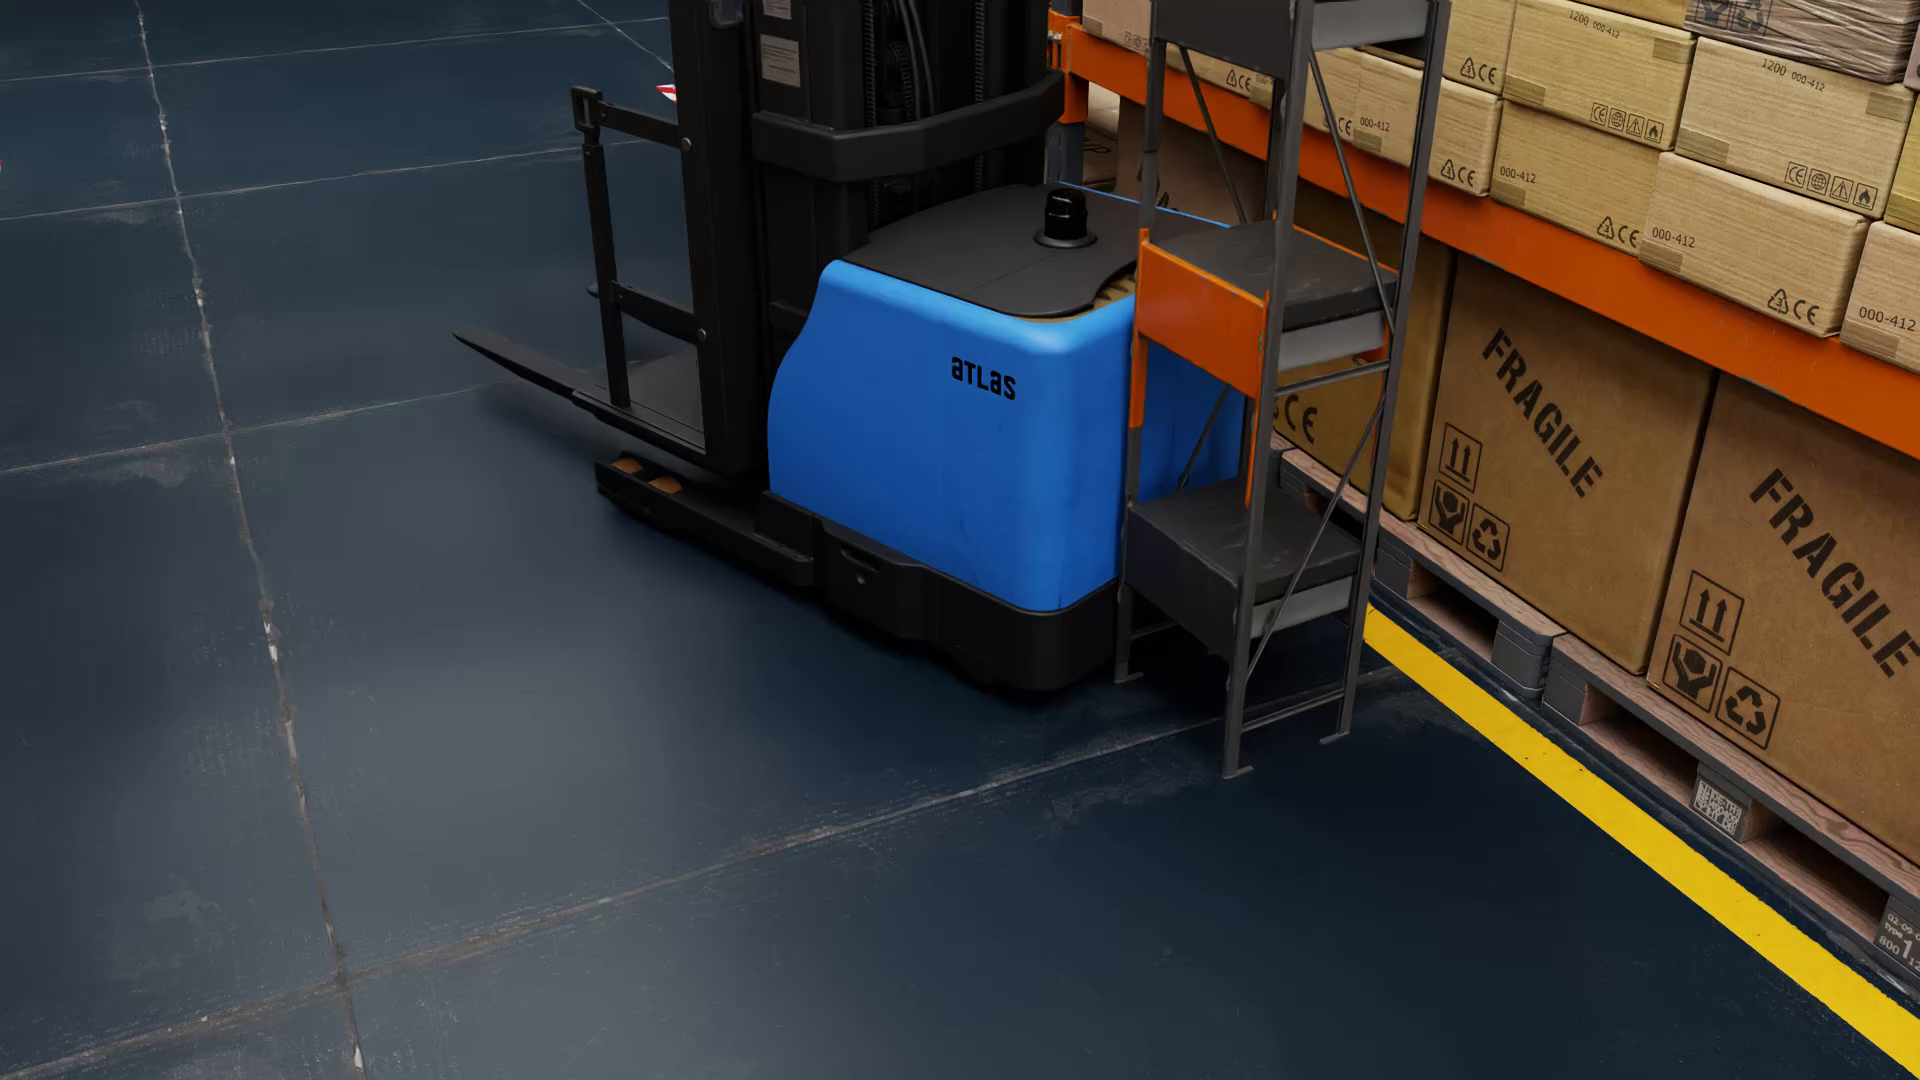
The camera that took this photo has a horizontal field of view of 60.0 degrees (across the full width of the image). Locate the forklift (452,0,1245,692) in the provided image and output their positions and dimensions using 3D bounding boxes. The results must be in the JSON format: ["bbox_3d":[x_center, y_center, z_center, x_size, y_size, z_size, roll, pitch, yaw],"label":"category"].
[{"bbox_3d":[-0.546,-1.482,4.896,3.031,2.935,1.130,24,37,36],"label":"forklift"}]

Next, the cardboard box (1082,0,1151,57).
[{"bbox_3d":[0.749,-1.792,5.533,0.500,0.250,0.500,-14,32,-23],"label":"cardboard box"}]

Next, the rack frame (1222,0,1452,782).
[{"bbox_3d":[0.836,-0.360,3.744,0.400,2.100,0.015,-15,33,-25],"label":"rack frame"}]

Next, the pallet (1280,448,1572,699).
[{"bbox_3d":[1.726,-0.027,5.082,1.003,0.211,1.213,-13,32,-22],"label":"pallet"}]

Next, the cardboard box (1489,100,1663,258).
[{"bbox_3d":[1.629,-0.892,3.928,0.500,0.250,0.500,-13,32,-22],"label":"cardboard box"}]

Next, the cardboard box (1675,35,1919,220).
[{"bbox_3d":[1.855,-0.880,3.394,0.500,0.250,0.500,-14,32,-23],"label":"cardboard box"}]

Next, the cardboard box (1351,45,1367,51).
[{"bbox_3d":[1.175,-1.554,4.596,0.500,0.250,0.500,-13,32,-21],"label":"cardboard box"}]

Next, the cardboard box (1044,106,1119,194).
[{"bbox_3d":[0.626,-1.473,7.000,0.875,0.438,0.875,-14,32,-23],"label":"cardboard box"}]

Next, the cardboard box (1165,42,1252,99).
[{"bbox_3d":[0.973,-1.564,5.126,0.500,0.250,0.500,-14,32,-23],"label":"cardboard box"}]

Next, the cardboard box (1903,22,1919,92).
[{"bbox_3d":[2.058,-0.994,2.831,0.500,0.500,0.500,-14,32,-23],"label":"cardboard box"}]

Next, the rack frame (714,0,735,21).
[{"bbox_3d":[-0.918,-3.875,9.093,1.000,3.000,0.127,-13,32,-22],"label":"rack frame"}]

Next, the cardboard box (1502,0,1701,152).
[{"bbox_3d":[1.617,-1.101,3.790,0.500,0.250,0.500,-14,32,-23],"label":"cardboard box"}]

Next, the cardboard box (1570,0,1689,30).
[{"bbox_3d":[1.623,-1.440,3.626,0.500,0.500,0.500,-13,32,-22],"label":"cardboard box"}]

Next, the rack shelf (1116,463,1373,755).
[{"bbox_3d":[0.717,0.159,4.278,0.431,0.518,0.480,-15,33,-25],"label":"rack shelf"}]

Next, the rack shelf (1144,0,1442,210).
[{"bbox_3d":[0.718,-1.063,3.595,0.431,0.518,0.480,-15,33,-25],"label":"rack shelf"}]

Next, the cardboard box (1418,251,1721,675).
[{"bbox_3d":[1.916,-0.315,4.487,0.875,0.875,0.875,-13,32,-21],"label":"cardboard box"}]

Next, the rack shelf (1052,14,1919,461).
[{"bbox_3d":[1.658,-0.910,4.542,1.077,0.370,4.000,-13,32,-22],"label":"rack shelf"}]

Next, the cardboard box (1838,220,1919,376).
[{"bbox_3d":[2.065,-0.444,3.129,0.500,0.250,0.500,-14,32,-24],"label":"cardboard box"}]

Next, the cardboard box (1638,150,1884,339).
[{"bbox_3d":[1.831,-0.667,3.525,0.500,0.250,0.500,-13,32,-21],"label":"cardboard box"}]

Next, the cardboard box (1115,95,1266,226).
[{"bbox_3d":[1.137,-1.107,5.900,0.875,0.875,0.875,-12,31,-20],"label":"cardboard box"}]

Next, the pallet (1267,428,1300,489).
[{"bbox_3d":[1.198,-0.566,6.044,1.003,0.211,1.213,-13,32,-22],"label":"pallet"}]

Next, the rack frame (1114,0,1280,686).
[{"bbox_3d":[0.599,-0.568,4.116,0.400,2.100,0.015,-15,33,-25],"label":"rack frame"}]

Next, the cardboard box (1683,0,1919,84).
[{"bbox_3d":[1.830,-1.219,3.232,0.500,0.500,0.500,-13,32,-21],"label":"cardboard box"}]

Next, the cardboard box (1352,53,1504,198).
[{"bbox_3d":[1.385,-1.112,4.319,0.500,0.250,0.500,-14,32,-23],"label":"cardboard box"}]

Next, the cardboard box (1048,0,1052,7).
[{"bbox_3d":[0.369,-2.302,6.187,0.500,0.500,0.500,-13,32,-22],"label":"cardboard box"}]

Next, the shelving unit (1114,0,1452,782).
[{"bbox_3d":[0.718,-0.464,3.930,0.431,2.100,0.503,-15,33,-25],"label":"shelving unit"}]

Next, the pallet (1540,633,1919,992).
[{"bbox_3d":[2.246,0.512,4.122,1.003,0.211,1.213,-13,32,-22],"label":"pallet"}]

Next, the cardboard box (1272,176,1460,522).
[{"bbox_3d":[1.532,-0.710,5.192,0.875,0.875,0.875,-12,31,-21],"label":"cardboard box"}]

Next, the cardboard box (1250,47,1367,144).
[{"bbox_3d":[1.179,-1.334,4.716,0.500,0.250,0.500,-13,32,-22],"label":"cardboard box"}]

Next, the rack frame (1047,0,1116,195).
[{"bbox_3d":[0.799,-2.108,5.942,1.000,3.000,0.127,-13,32,-22],"label":"rack frame"}]

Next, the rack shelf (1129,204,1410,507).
[{"bbox_3d":[0.718,-0.452,3.936,0.431,0.518,0.480,-15,33,-25],"label":"rack shelf"}]

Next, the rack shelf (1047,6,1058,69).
[{"bbox_3d":[-0.060,-2.677,7.693,1.077,0.370,4.000,-13,32,-22],"label":"rack shelf"}]

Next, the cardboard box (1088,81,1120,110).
[{"bbox_3d":[0.242,-1.868,7.705,0.875,0.438,0.875,-14,32,-23],"label":"cardboard box"}]

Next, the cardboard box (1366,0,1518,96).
[{"bbox_3d":[1.394,-1.331,4.199,0.500,0.250,0.500,-14,32,-23],"label":"cardboard box"}]

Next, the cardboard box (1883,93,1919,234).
[{"bbox_3d":[2.079,-0.654,2.992,0.500,0.250,0.500,-13,32,-22],"label":"cardboard box"}]

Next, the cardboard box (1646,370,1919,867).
[{"bbox_3d":[2.295,0.080,3.783,0.875,0.875,0.875,-13,32,-22],"label":"cardboard box"}]
